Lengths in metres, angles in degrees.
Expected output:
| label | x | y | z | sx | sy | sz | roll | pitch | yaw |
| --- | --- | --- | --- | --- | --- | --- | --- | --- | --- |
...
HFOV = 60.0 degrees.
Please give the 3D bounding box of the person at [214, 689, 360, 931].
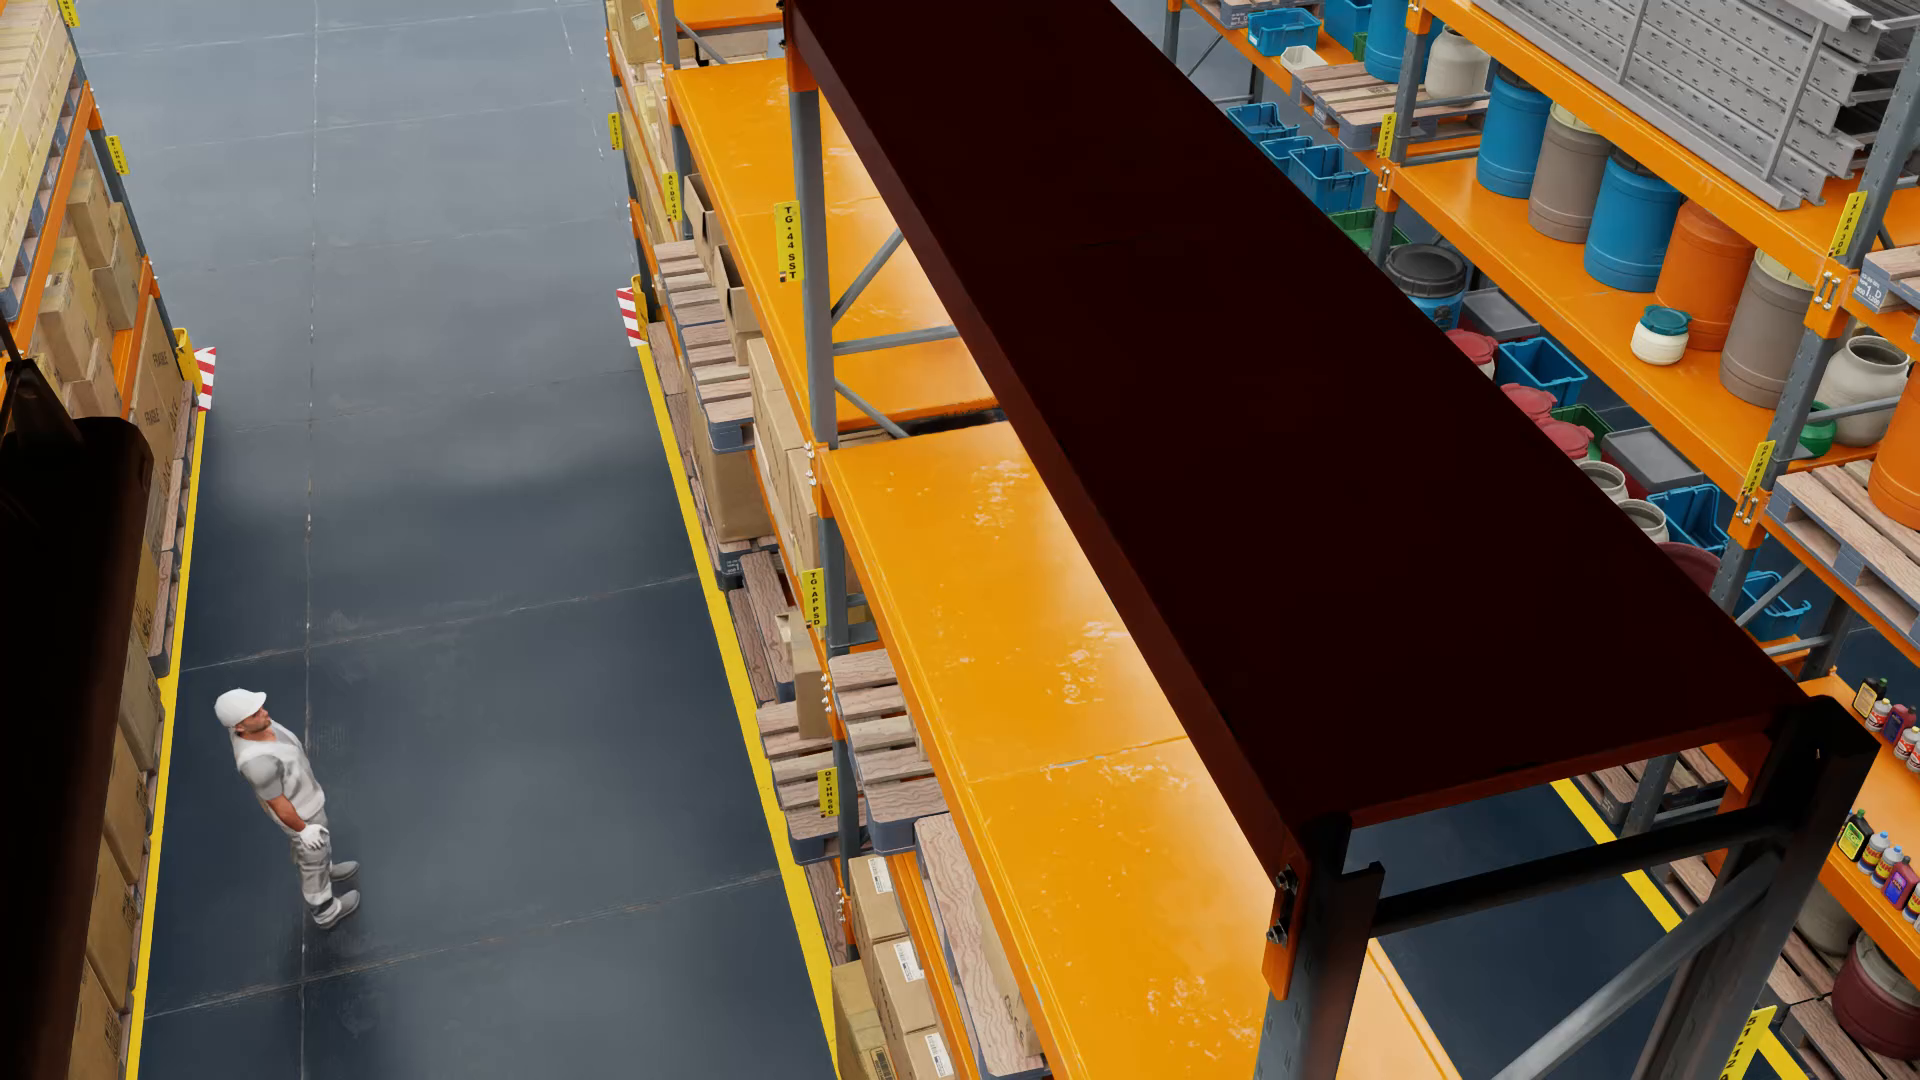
| label | x | y | z | sx | sy | sz | roll | pitch | yaw |
| --- | --- | --- | --- | --- | --- | --- | --- | --- | --- |
| person | -3.705 | 1.473 | 9.307 | 0.497 | 1.780 | 0.568 | -29 | 47 | -32 |
